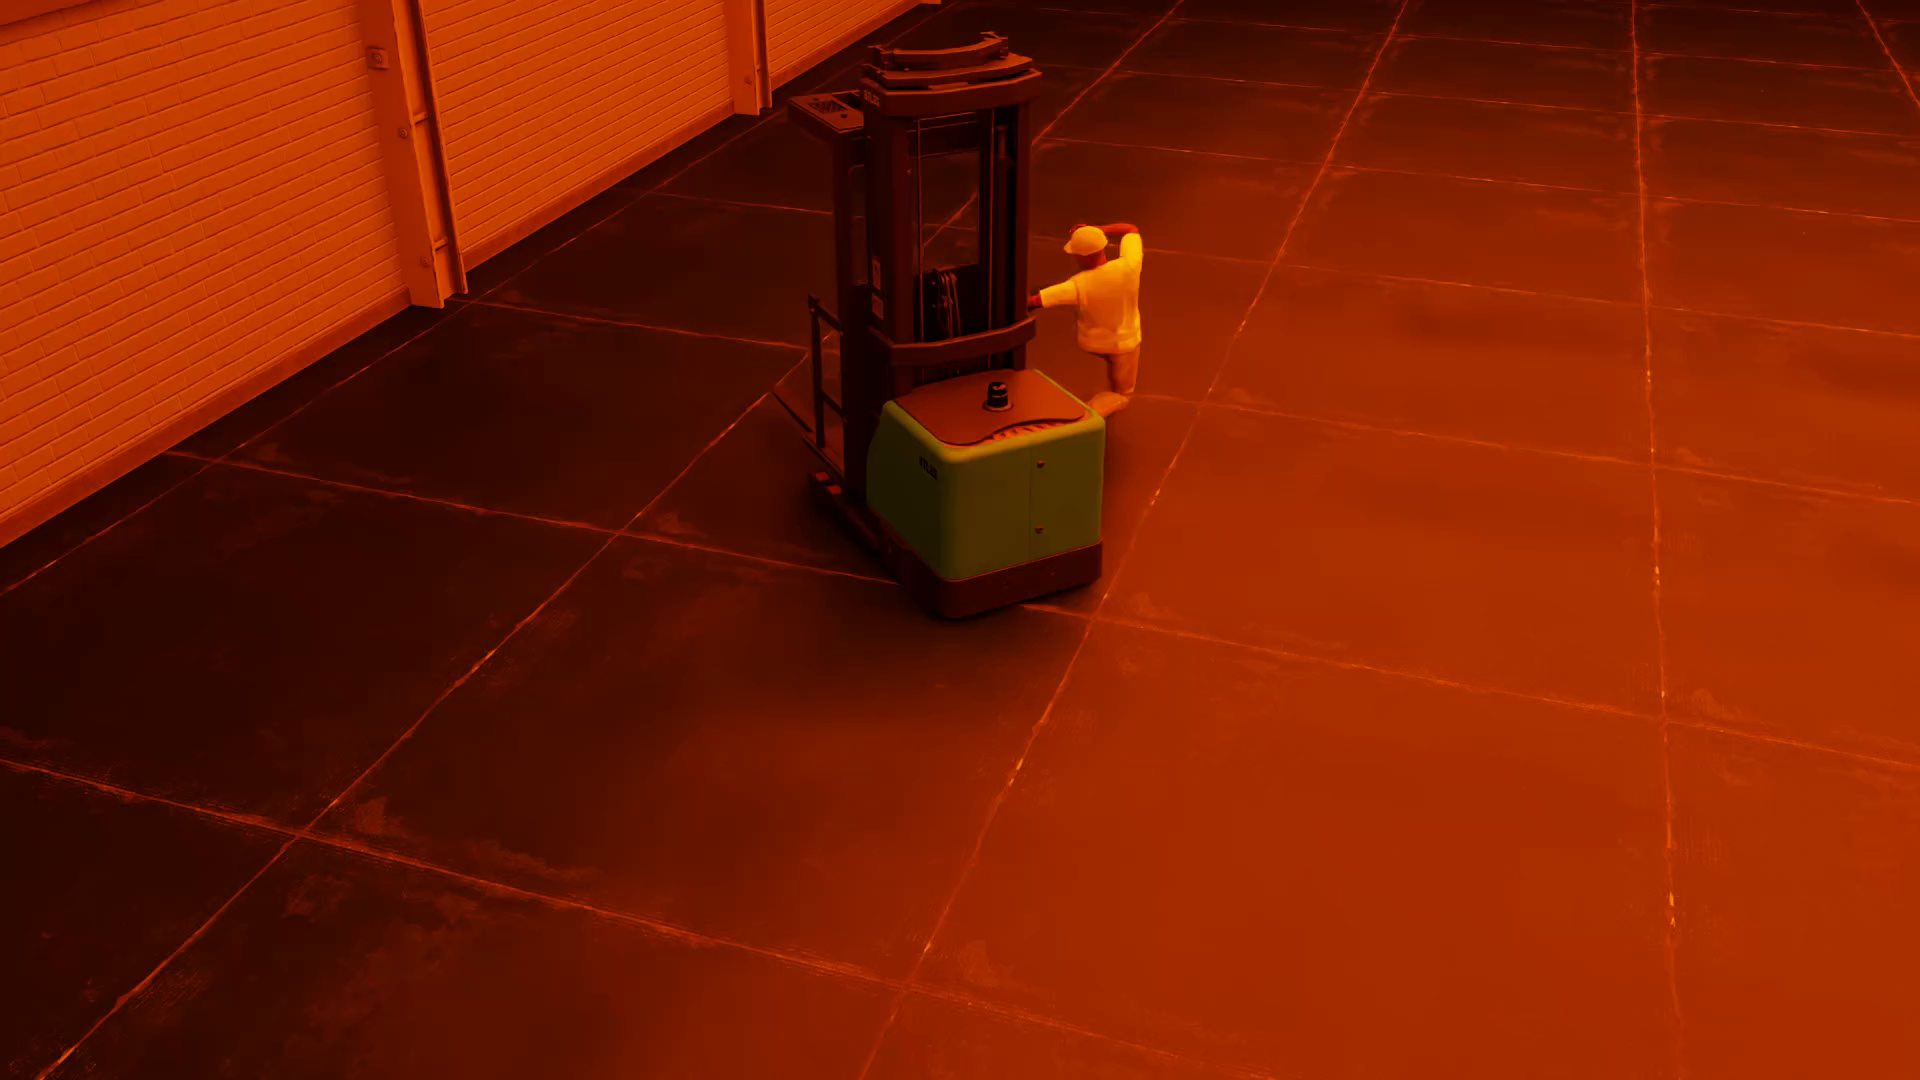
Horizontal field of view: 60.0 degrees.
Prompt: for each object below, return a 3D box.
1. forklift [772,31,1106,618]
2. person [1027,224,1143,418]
[{"bbox_3d":[-0.309,-1.544,9.845,1.130,2.935,3.031,-14,33,-24],"label":"forklift"},{"bbox_3d":[0.748,-1.494,11.233,1.002,1.465,0.962,12,32,19],"label":"person"}]
